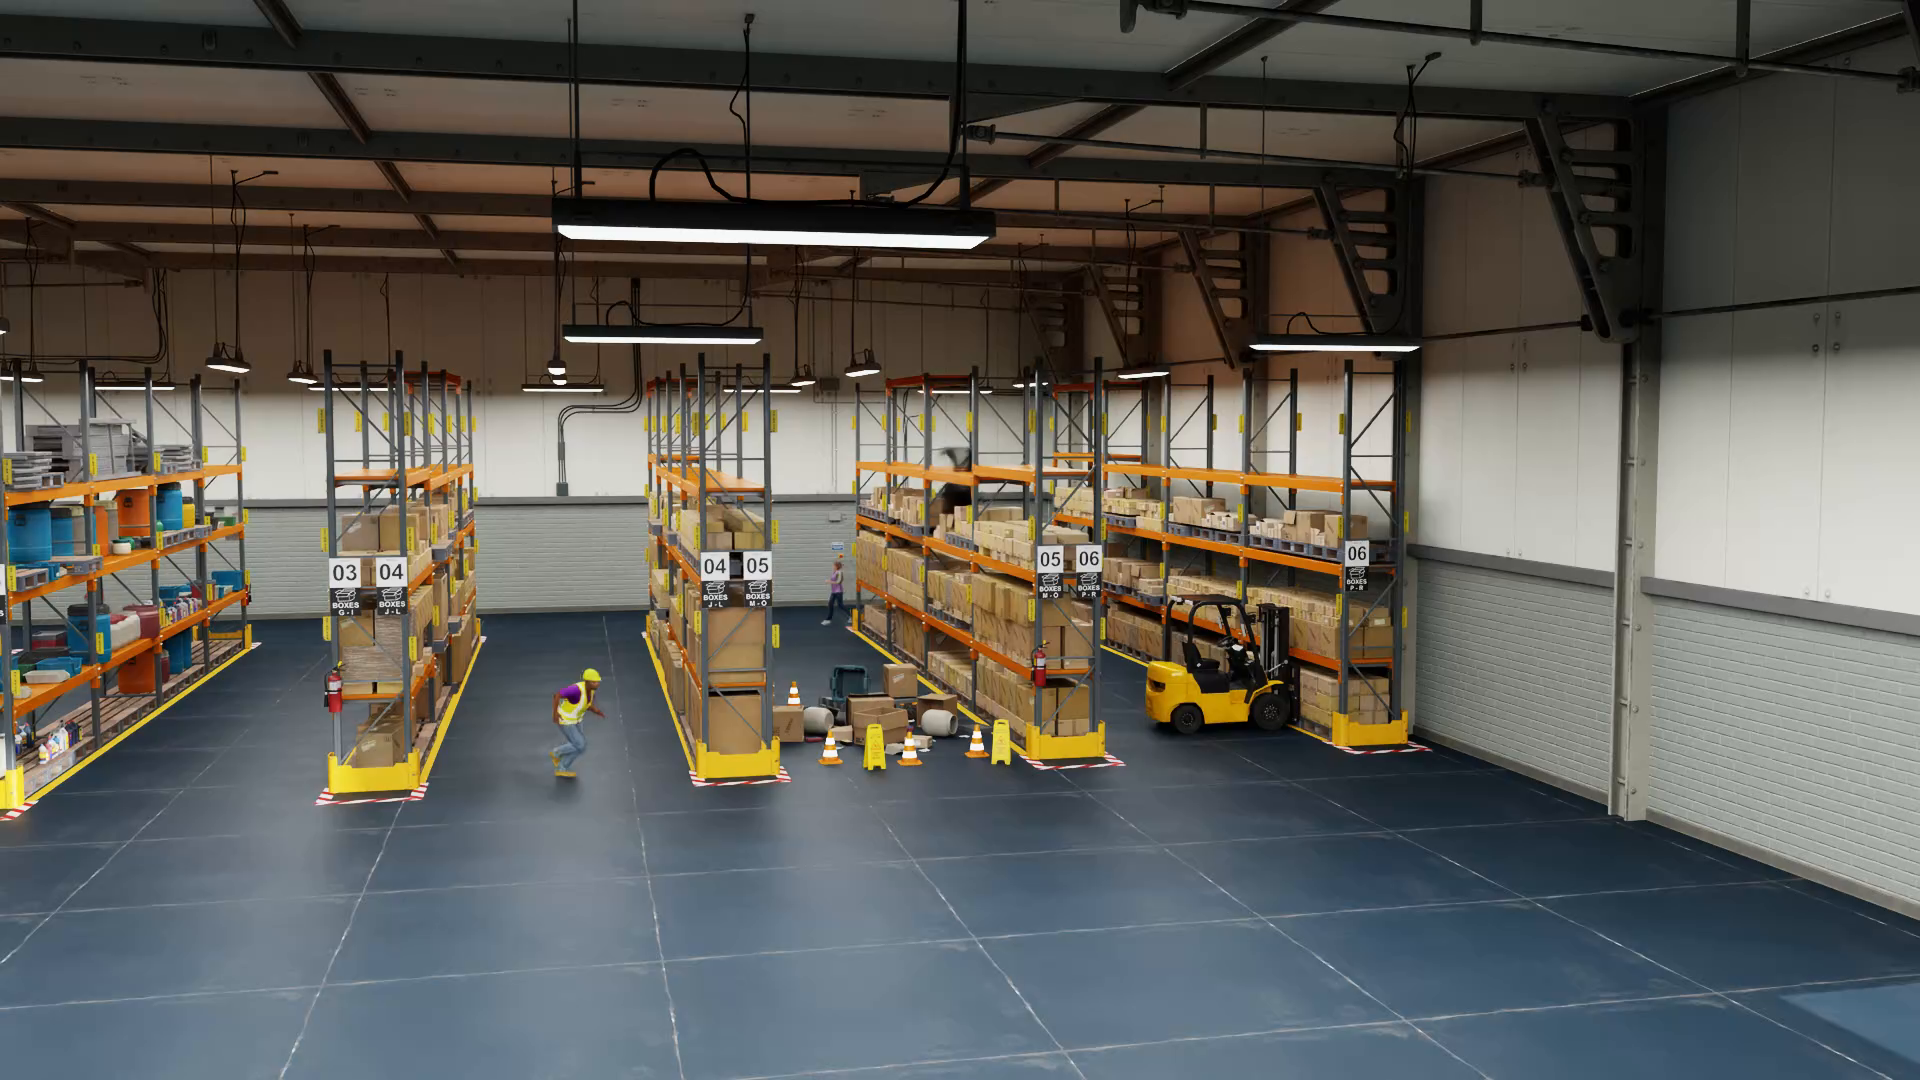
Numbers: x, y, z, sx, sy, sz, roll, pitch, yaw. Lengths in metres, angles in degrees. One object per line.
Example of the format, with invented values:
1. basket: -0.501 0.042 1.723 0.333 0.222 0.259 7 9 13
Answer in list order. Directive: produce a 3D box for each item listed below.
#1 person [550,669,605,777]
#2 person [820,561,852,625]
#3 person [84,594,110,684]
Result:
1. person: -5.428 2.590 23.433 0.840 1.570 0.736 2 4 21
2. person: -3.033 1.313 41.282 0.888 1.584 0.550 -1 4 -18
3. person: -16.852 1.873 32.322 0.626 1.756 0.925 -1 4 -15
